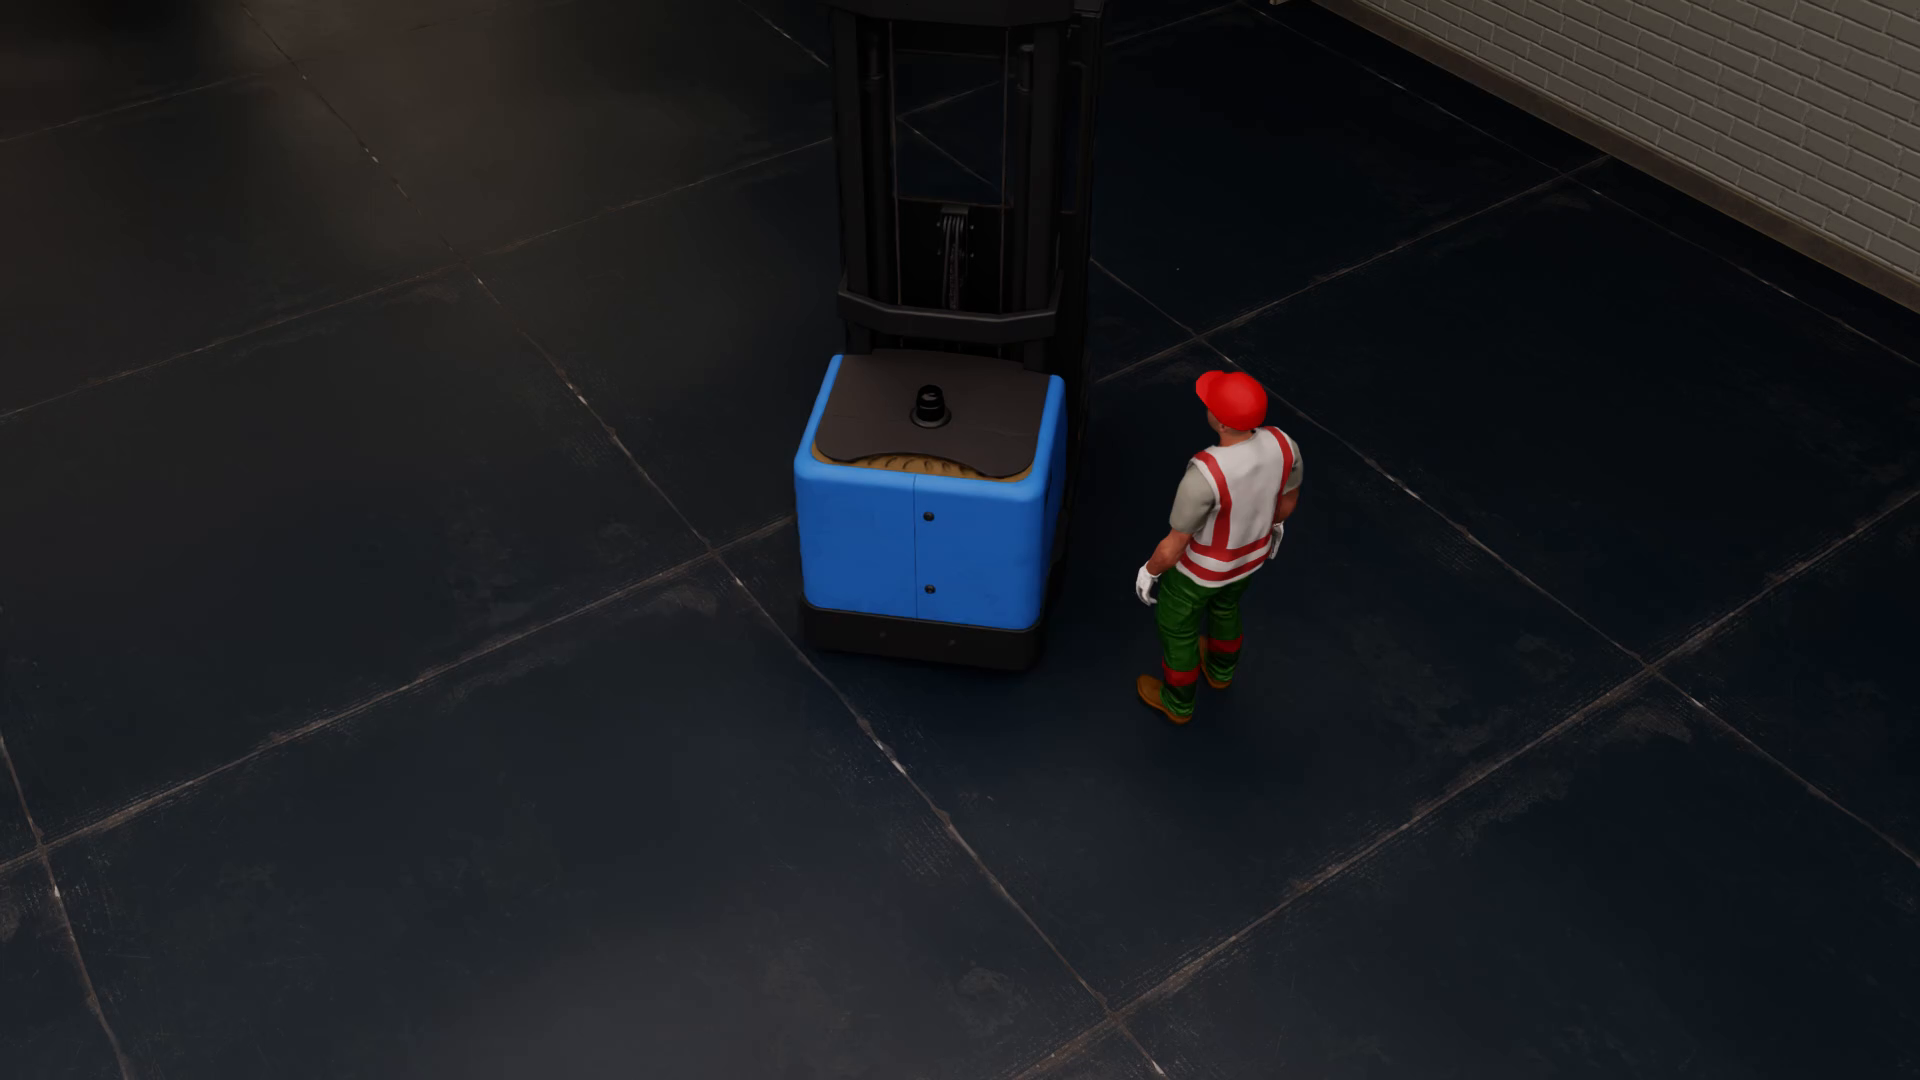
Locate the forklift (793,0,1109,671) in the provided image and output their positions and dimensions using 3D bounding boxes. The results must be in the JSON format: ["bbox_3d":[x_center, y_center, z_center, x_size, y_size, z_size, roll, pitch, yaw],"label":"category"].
[{"bbox_3d":[0.055,-1.519,7.364,1.130,2.935,3.031,6,43,7],"label":"forklift"}]

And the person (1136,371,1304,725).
[{"bbox_3d":[0.967,0.026,6.530,0.677,1.793,0.491,-23,48,-23],"label":"person"}]
